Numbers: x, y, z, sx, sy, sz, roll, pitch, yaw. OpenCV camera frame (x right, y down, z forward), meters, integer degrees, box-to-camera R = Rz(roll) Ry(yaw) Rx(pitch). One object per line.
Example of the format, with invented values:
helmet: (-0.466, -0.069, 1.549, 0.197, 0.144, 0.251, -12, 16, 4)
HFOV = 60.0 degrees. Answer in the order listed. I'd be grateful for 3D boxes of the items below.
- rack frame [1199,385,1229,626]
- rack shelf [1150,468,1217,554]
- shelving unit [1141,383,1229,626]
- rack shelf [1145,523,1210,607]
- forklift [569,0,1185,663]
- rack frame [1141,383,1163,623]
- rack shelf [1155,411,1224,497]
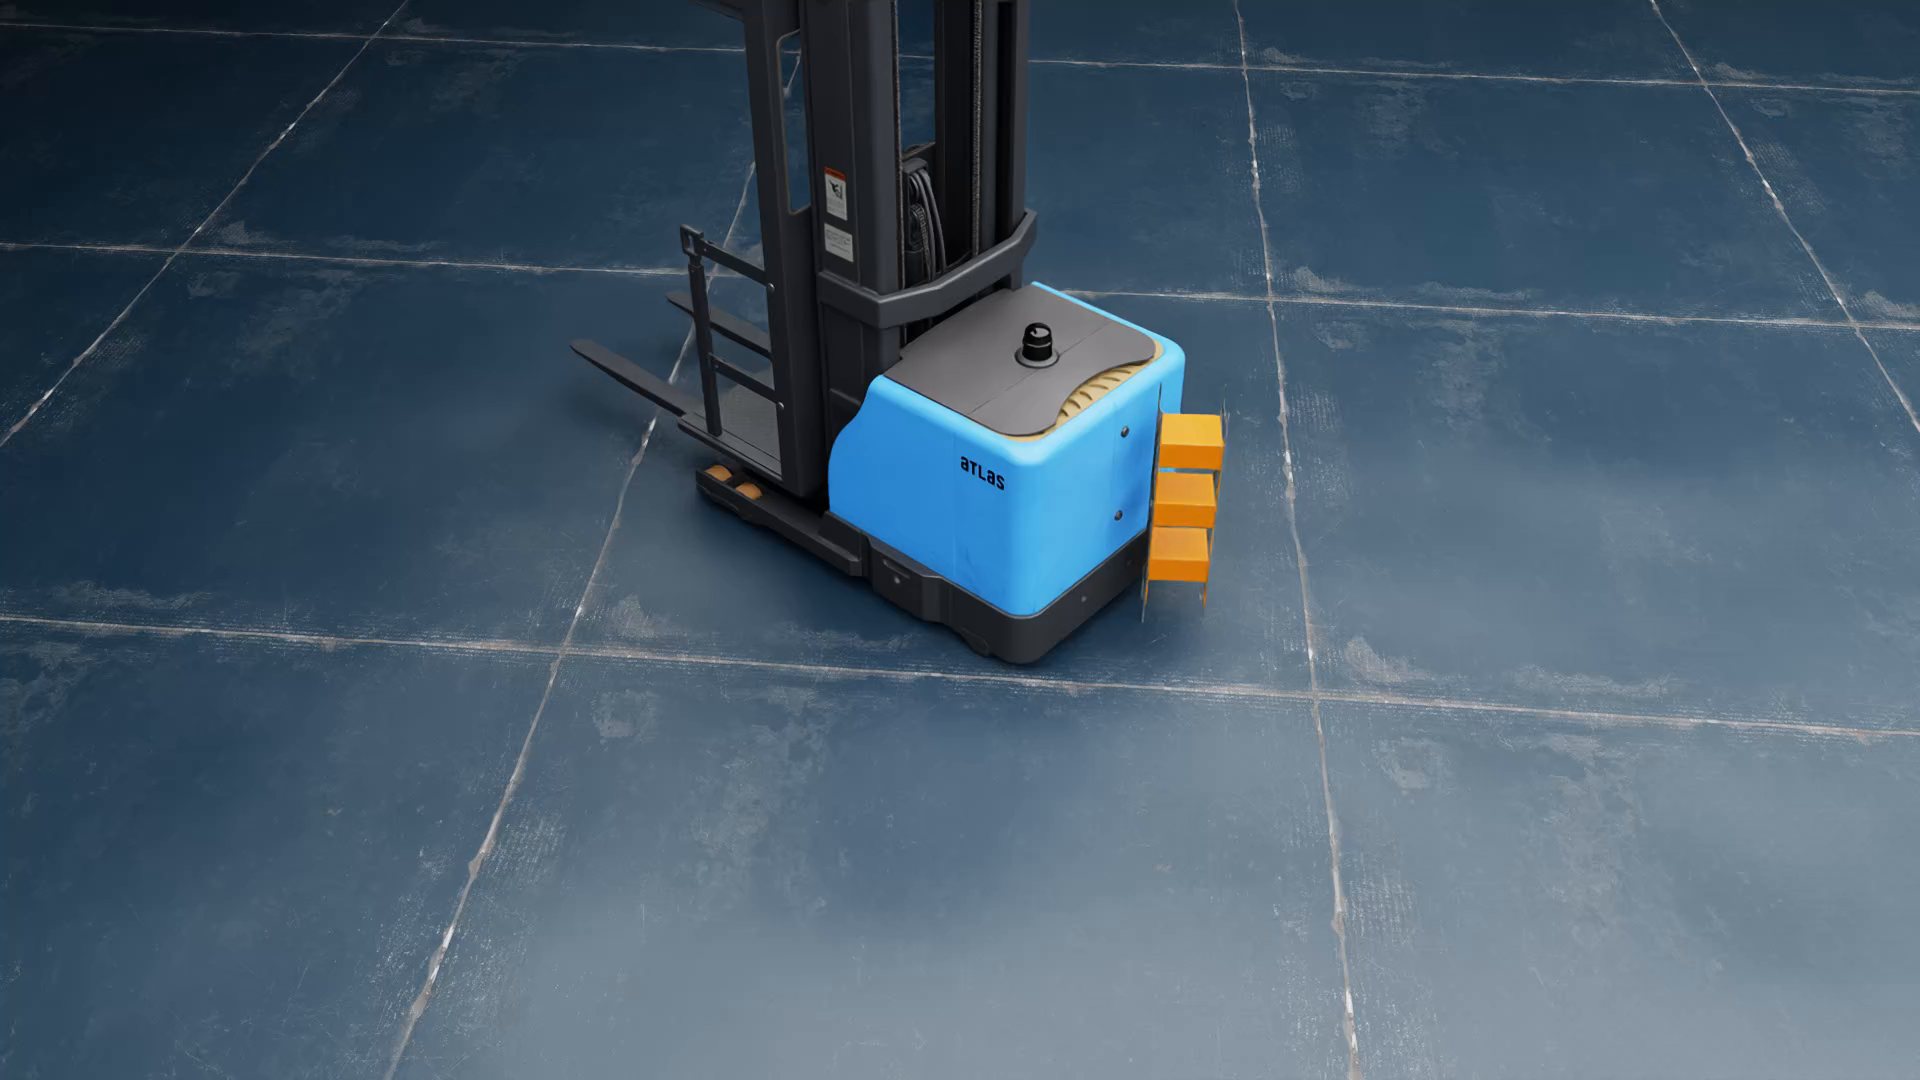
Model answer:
rack frame: (1.000, -0.118, 6.563, 0.008, 1.050, 0.200, 2, 39, 3)
rack shelf: (0.879, -0.114, 6.576, 0.240, 0.259, 0.215, 2, 39, 3)
shelving unit: (0.879, -0.123, 6.569, 0.252, 1.050, 0.215, 2, 39, 3)
rack shelf: (0.879, 0.101, 6.751, 0.240, 0.259, 0.215, 2, 39, 3)
forklift: (-0.543, -1.446, 6.705, 3.031, 2.935, 1.130, 29, 47, 31)
rack frame: (0.757, -0.128, 6.575, 0.008, 1.050, 0.200, 2, 39, 3)
rack shelf: (0.879, -0.335, 6.397, 0.240, 0.259, 0.215, 2, 39, 3)
